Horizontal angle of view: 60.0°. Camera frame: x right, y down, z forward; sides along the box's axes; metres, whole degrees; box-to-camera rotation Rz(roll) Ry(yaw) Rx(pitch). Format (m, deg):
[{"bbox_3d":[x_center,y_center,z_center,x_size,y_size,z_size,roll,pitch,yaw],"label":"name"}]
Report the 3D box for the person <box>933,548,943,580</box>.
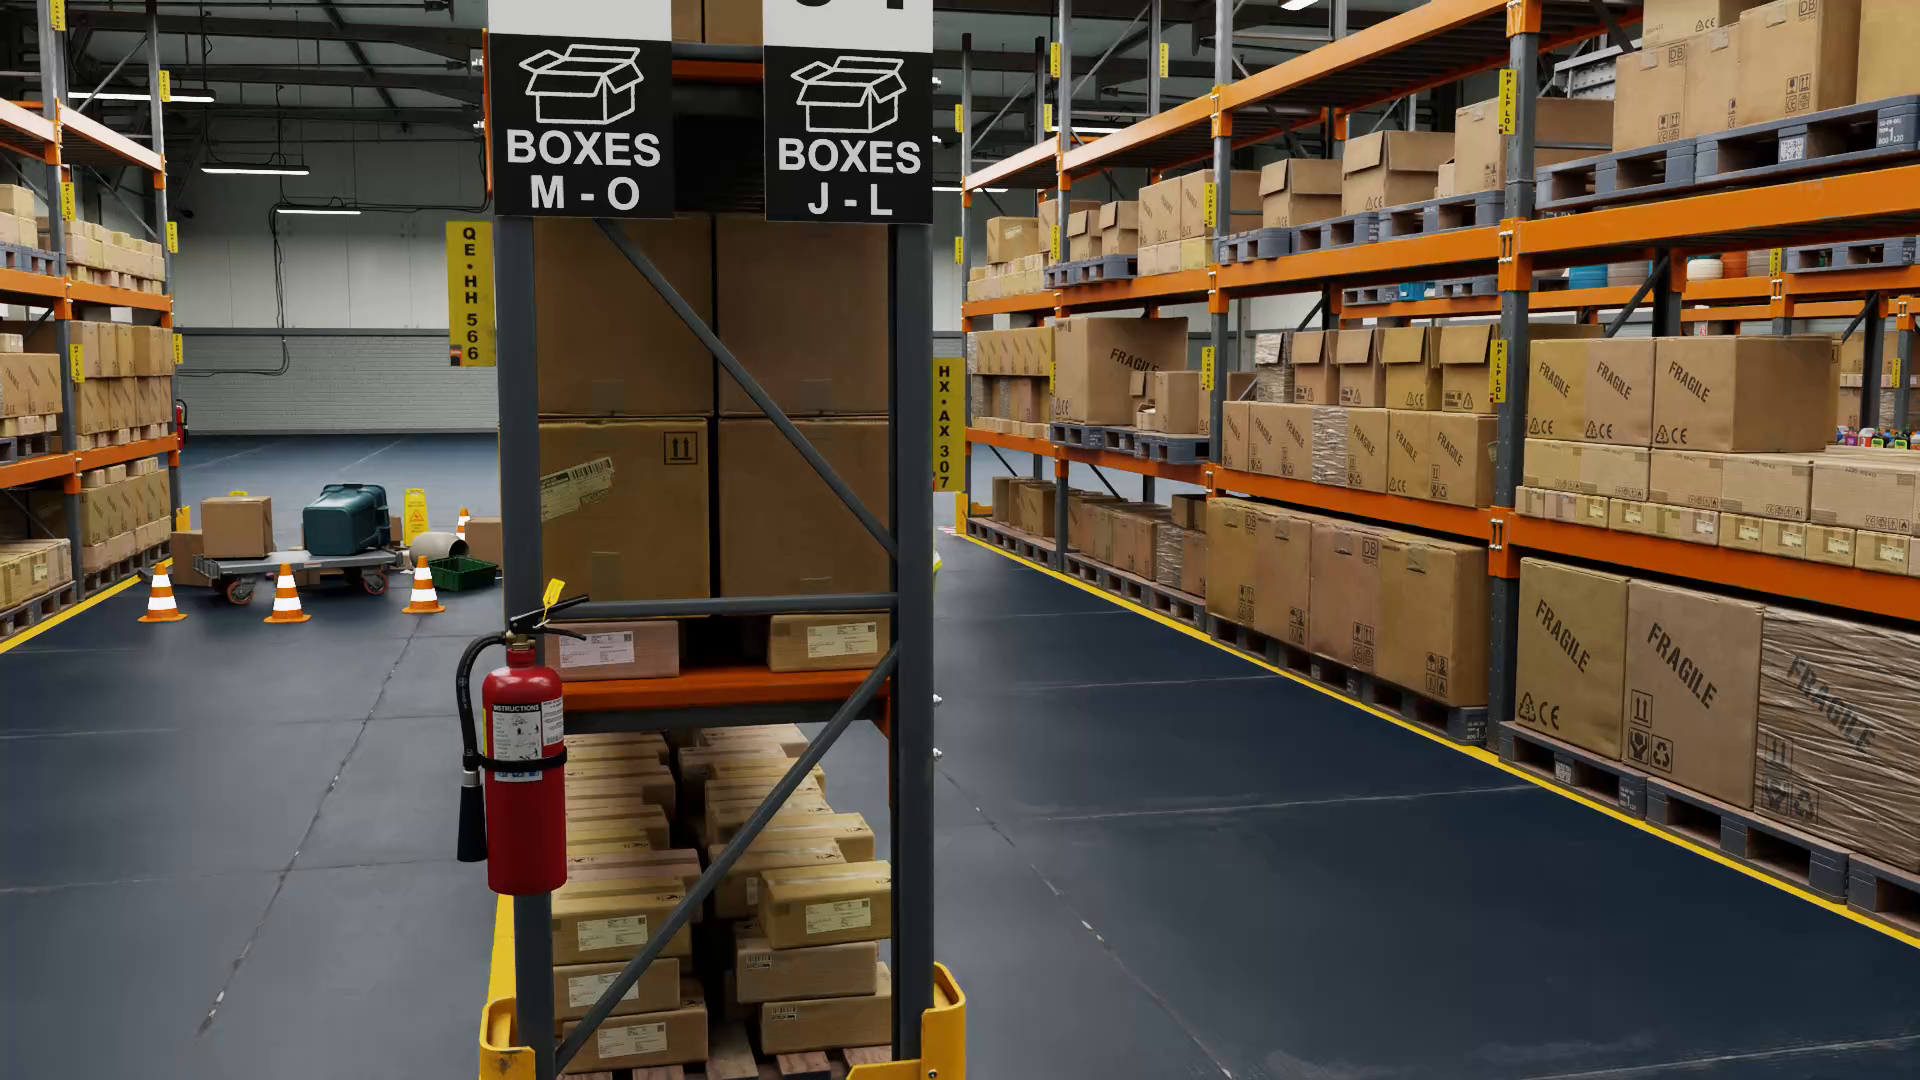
[{"bbox_3d":[-0.619,0.410,11.863,0.980,0.876,0.508,-2,6,-16],"label":"person"}]
